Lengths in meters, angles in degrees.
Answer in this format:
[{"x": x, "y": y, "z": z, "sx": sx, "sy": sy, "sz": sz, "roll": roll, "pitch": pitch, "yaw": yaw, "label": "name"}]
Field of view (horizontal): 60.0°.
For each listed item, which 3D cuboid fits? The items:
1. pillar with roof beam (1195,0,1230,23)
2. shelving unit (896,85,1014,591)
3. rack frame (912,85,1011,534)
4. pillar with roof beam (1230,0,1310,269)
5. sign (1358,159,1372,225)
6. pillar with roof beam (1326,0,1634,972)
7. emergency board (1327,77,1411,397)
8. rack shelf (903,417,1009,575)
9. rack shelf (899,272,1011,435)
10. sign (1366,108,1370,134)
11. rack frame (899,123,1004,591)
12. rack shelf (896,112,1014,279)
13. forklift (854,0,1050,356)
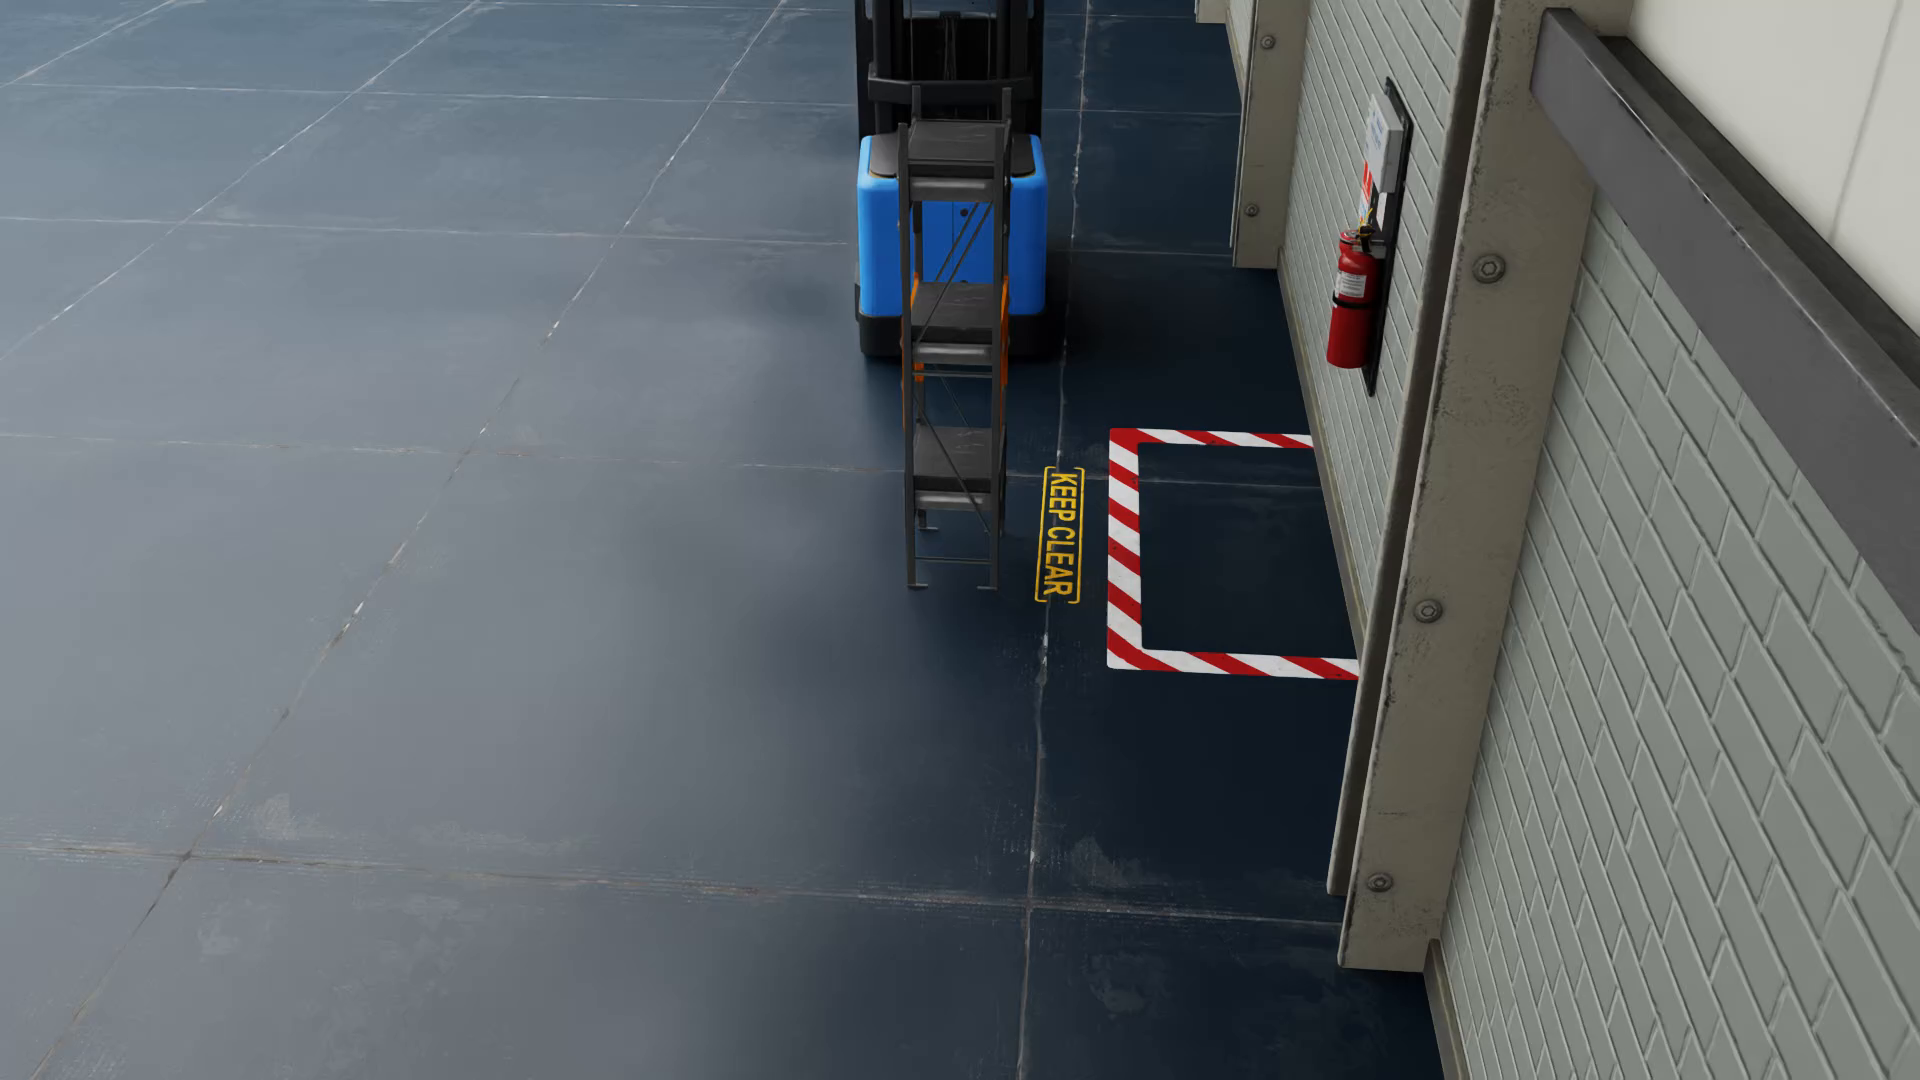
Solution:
[{"x": -1.897, "y": -8.982, "z": 13.747, "sx": 9.100, "sy": 9.000, "sz": 0.400, "roll": 2, "pitch": 32, "yaw": 4, "label": "pillar with roof beam"}, {"x": -0.013, "y": -0.807, "z": 7.059, "sx": 0.431, "sy": 2.100, "sz": 0.503, "roll": 2, "pitch": 32, "yaw": 4, "label": "shelving unit"}, {"x": 0.006, "y": -0.935, "z": 7.266, "sx": 0.400, "sy": 2.100, "sz": 0.015, "roll": 2, "pitch": 32, "yaw": 4, "label": "rack frame"}, {"x": -2.385, "y": -5.845, "z": 8.656, "sx": 9.100, "sy": 9.000, "sz": 0.400, "roll": 2, "pitch": 32, "yaw": 4, "label": "pillar with roof beam"}, {"x": 1.804, "y": -1.560, "z": 7.388, "sx": 0.001, "sy": 0.329, "sz": 0.234, "roll": 2, "pitch": 32, "yaw": 4, "label": "sign"}, {"x": -2.874, "y": -2.707, "z": 3.566, "sx": 9.100, "sy": 9.000, "sz": 0.400, "roll": 2, "pitch": 32, "yaw": 4, "label": "pillar with roof beam"}, {"x": 1.656, "y": -1.260, "z": 6.935, "sx": 0.194, "sy": 1.169, "sz": 0.643, "roll": 2, "pitch": 32, "yaw": 4, "label": "emergency board"}, {"x": -0.013, "y": -0.200, "z": 7.433, "sx": 0.431, "sy": 0.518, "sz": 0.480, "roll": 2, "pitch": 32, "yaw": 4, "label": "rack shelf"}, {"x": -0.013, "y": -0.796, "z": 7.066, "sx": 0.431, "sy": 0.518, "sz": 0.480, "roll": 2, "pitch": 32, "yaw": 4, "label": "rack shelf"}, {"x": 1.795, "y": -1.783, "z": 7.246, "sx": 0.001, "sy": 0.109, "sz": 0.331, "roll": 2, "pitch": 32, "yaw": 4, "label": "sign"}, {"x": -0.033, "y": -0.680, "z": 6.852, "sx": 0.400, "sy": 2.100, "sz": 0.015, "roll": 2, "pitch": 32, "yaw": 4, "label": "rack frame"}, {"x": -0.013, "y": -1.392, "z": 6.699, "sx": 0.431, "sy": 0.518, "sz": 0.480, "roll": 2, "pitch": 32, "yaw": 4, "label": "rack shelf"}, {"x": -0.066, "y": -3.009, "z": 9.838, "sx": 1.130, "sy": 2.935, "sz": 3.031, "roll": -1, "pitch": 32, "yaw": -1, "label": "forklift"}]
